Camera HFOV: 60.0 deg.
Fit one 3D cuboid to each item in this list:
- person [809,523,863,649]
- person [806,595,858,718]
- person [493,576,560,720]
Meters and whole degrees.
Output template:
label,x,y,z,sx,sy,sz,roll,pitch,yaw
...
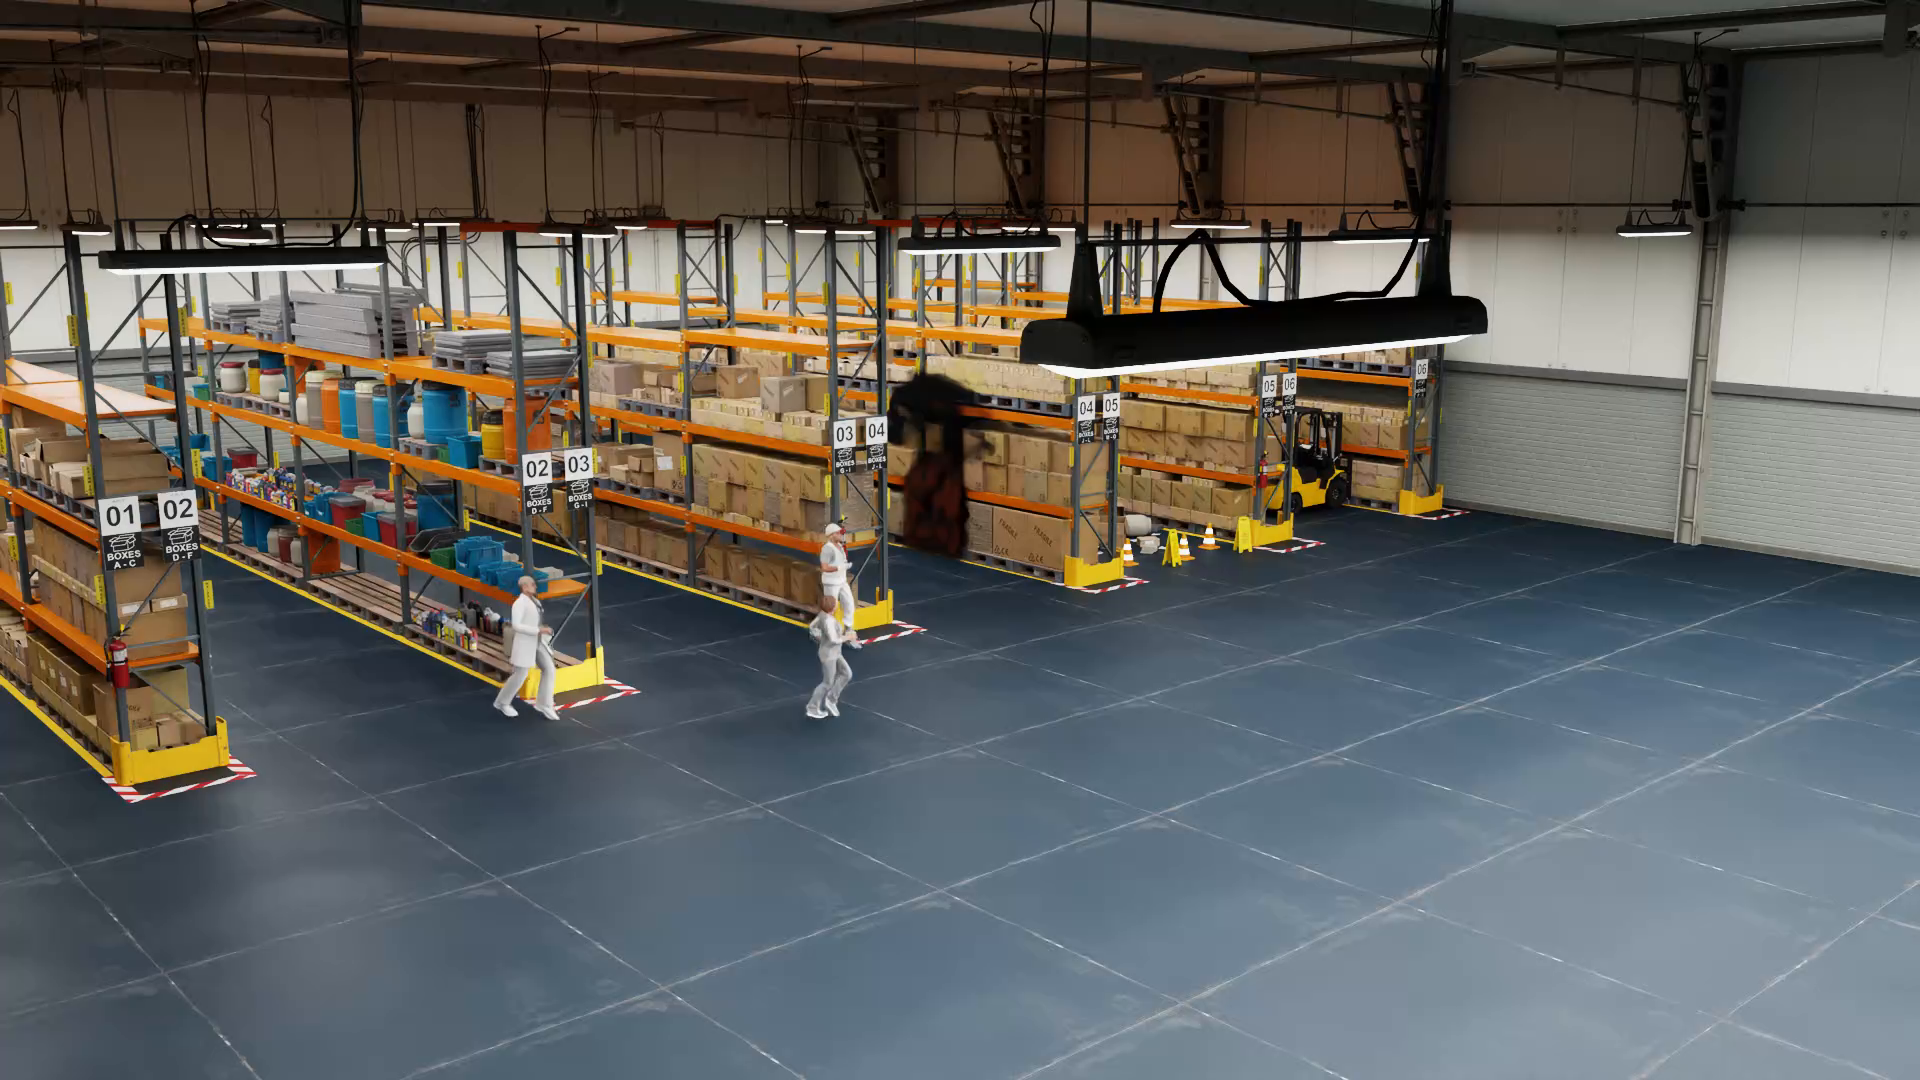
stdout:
label,x,y,z,sx,sy,sz,roll,pitch,yaw
person,-1.818,0.677,23.969,0.766,1.854,0.652,5,12,22
person,-1.596,1.451,20.633,0.662,1.598,0.508,-1,11,-7
person,-5.413,1.347,20.753,0.853,1.824,0.742,3,12,12
